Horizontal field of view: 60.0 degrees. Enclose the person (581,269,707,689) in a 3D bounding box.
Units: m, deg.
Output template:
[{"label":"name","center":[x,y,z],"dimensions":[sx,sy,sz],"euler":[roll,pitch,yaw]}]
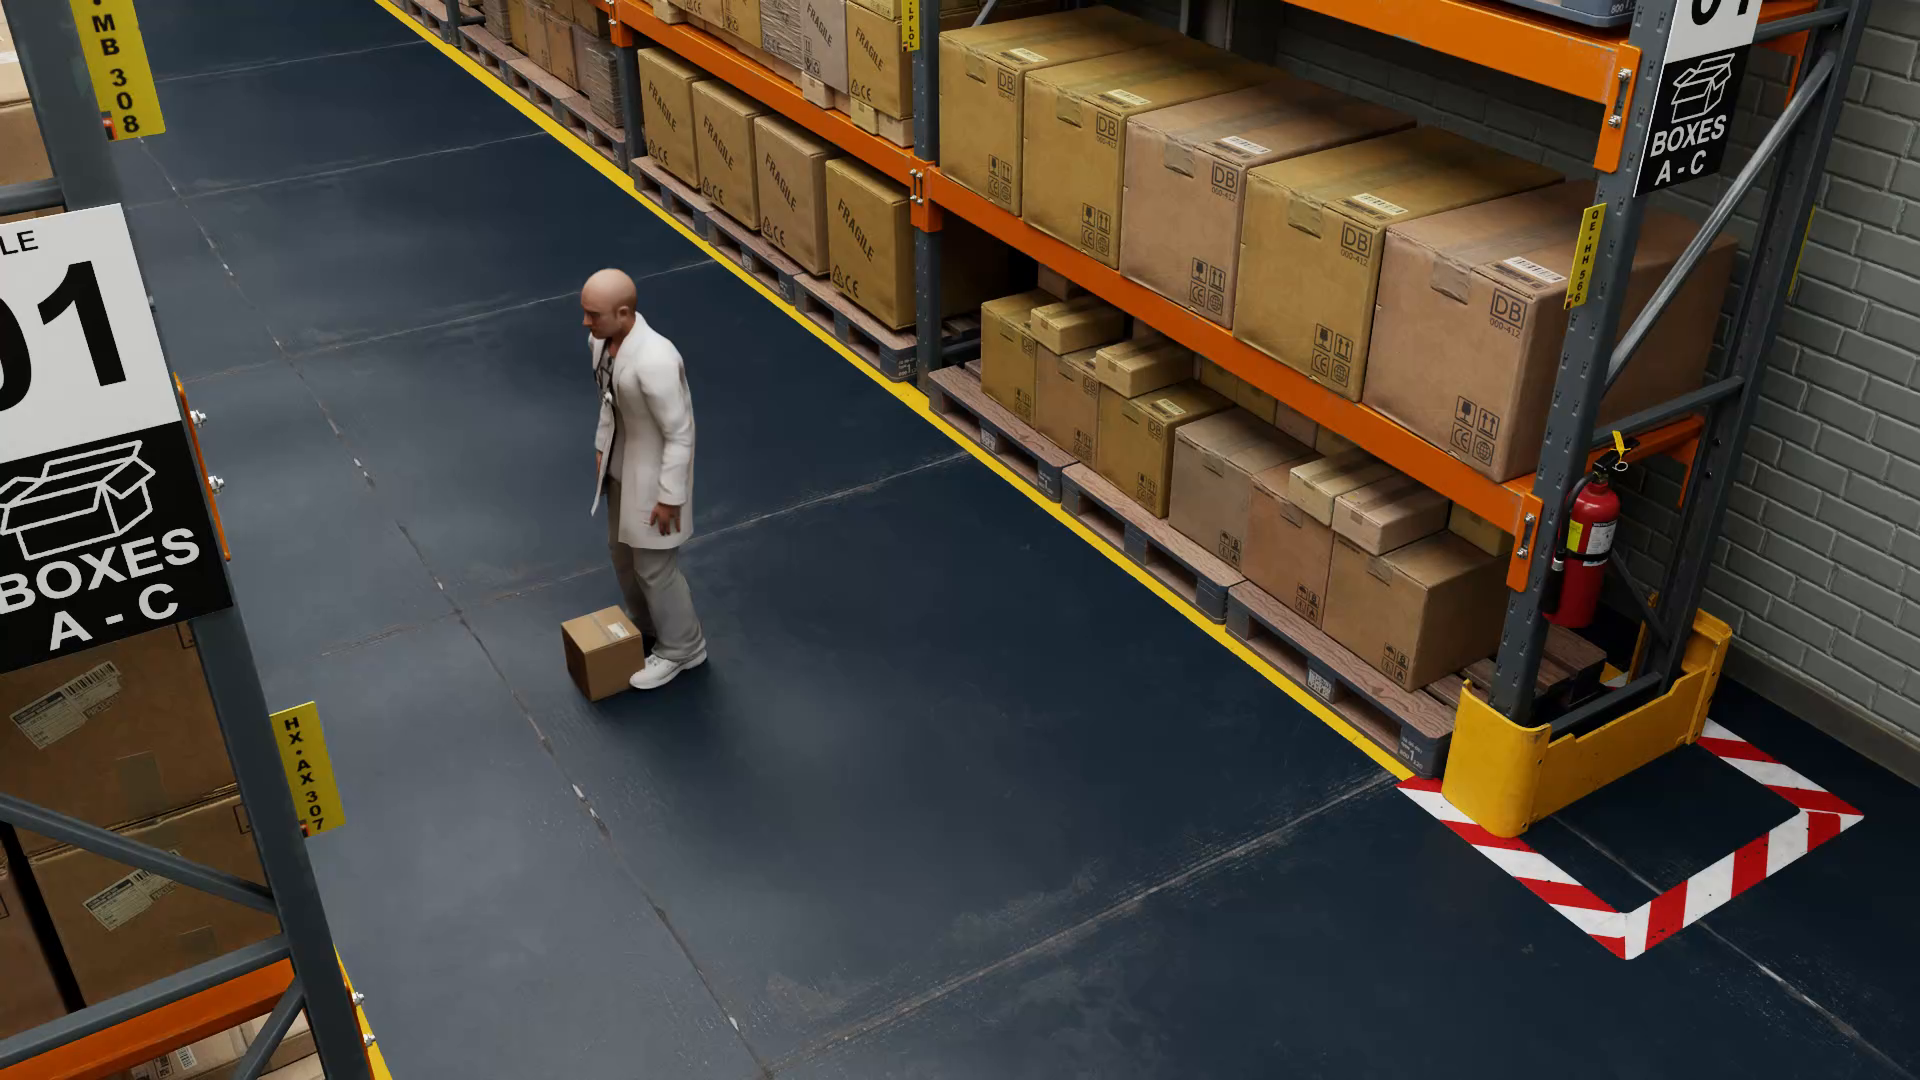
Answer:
[{"label":"person","center":[-1.259,-0.254,6.557],"dimensions":[0.428,1.772,0.641],"euler":[-21,38,-29]}]
